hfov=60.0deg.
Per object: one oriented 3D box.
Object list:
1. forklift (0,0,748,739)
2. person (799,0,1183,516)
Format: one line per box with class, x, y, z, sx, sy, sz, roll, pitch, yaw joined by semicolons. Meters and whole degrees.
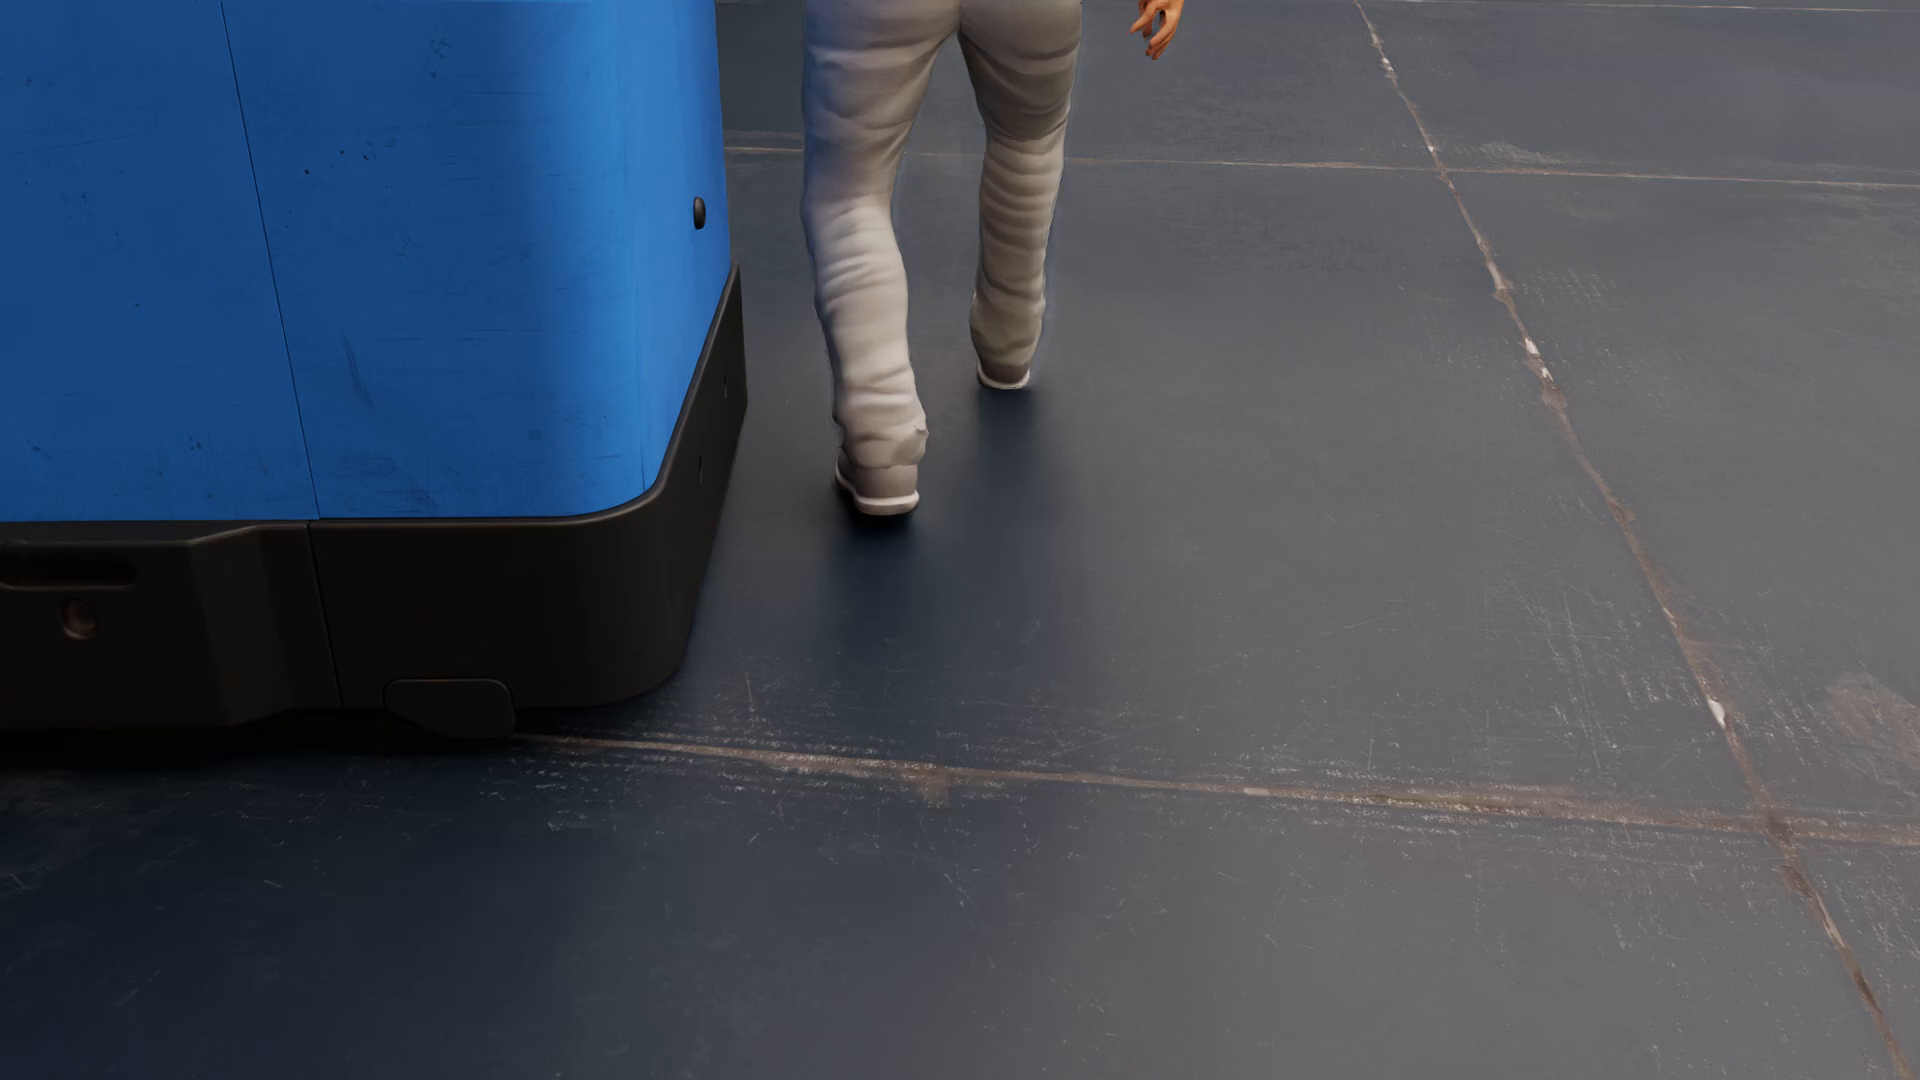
forklift;-1.864;-1.274;1.771;3.031;2.935;1.130;0;27;-1
person;0.007;-0.908;2.563;0.628;1.599;0.824;-5;27;-11
